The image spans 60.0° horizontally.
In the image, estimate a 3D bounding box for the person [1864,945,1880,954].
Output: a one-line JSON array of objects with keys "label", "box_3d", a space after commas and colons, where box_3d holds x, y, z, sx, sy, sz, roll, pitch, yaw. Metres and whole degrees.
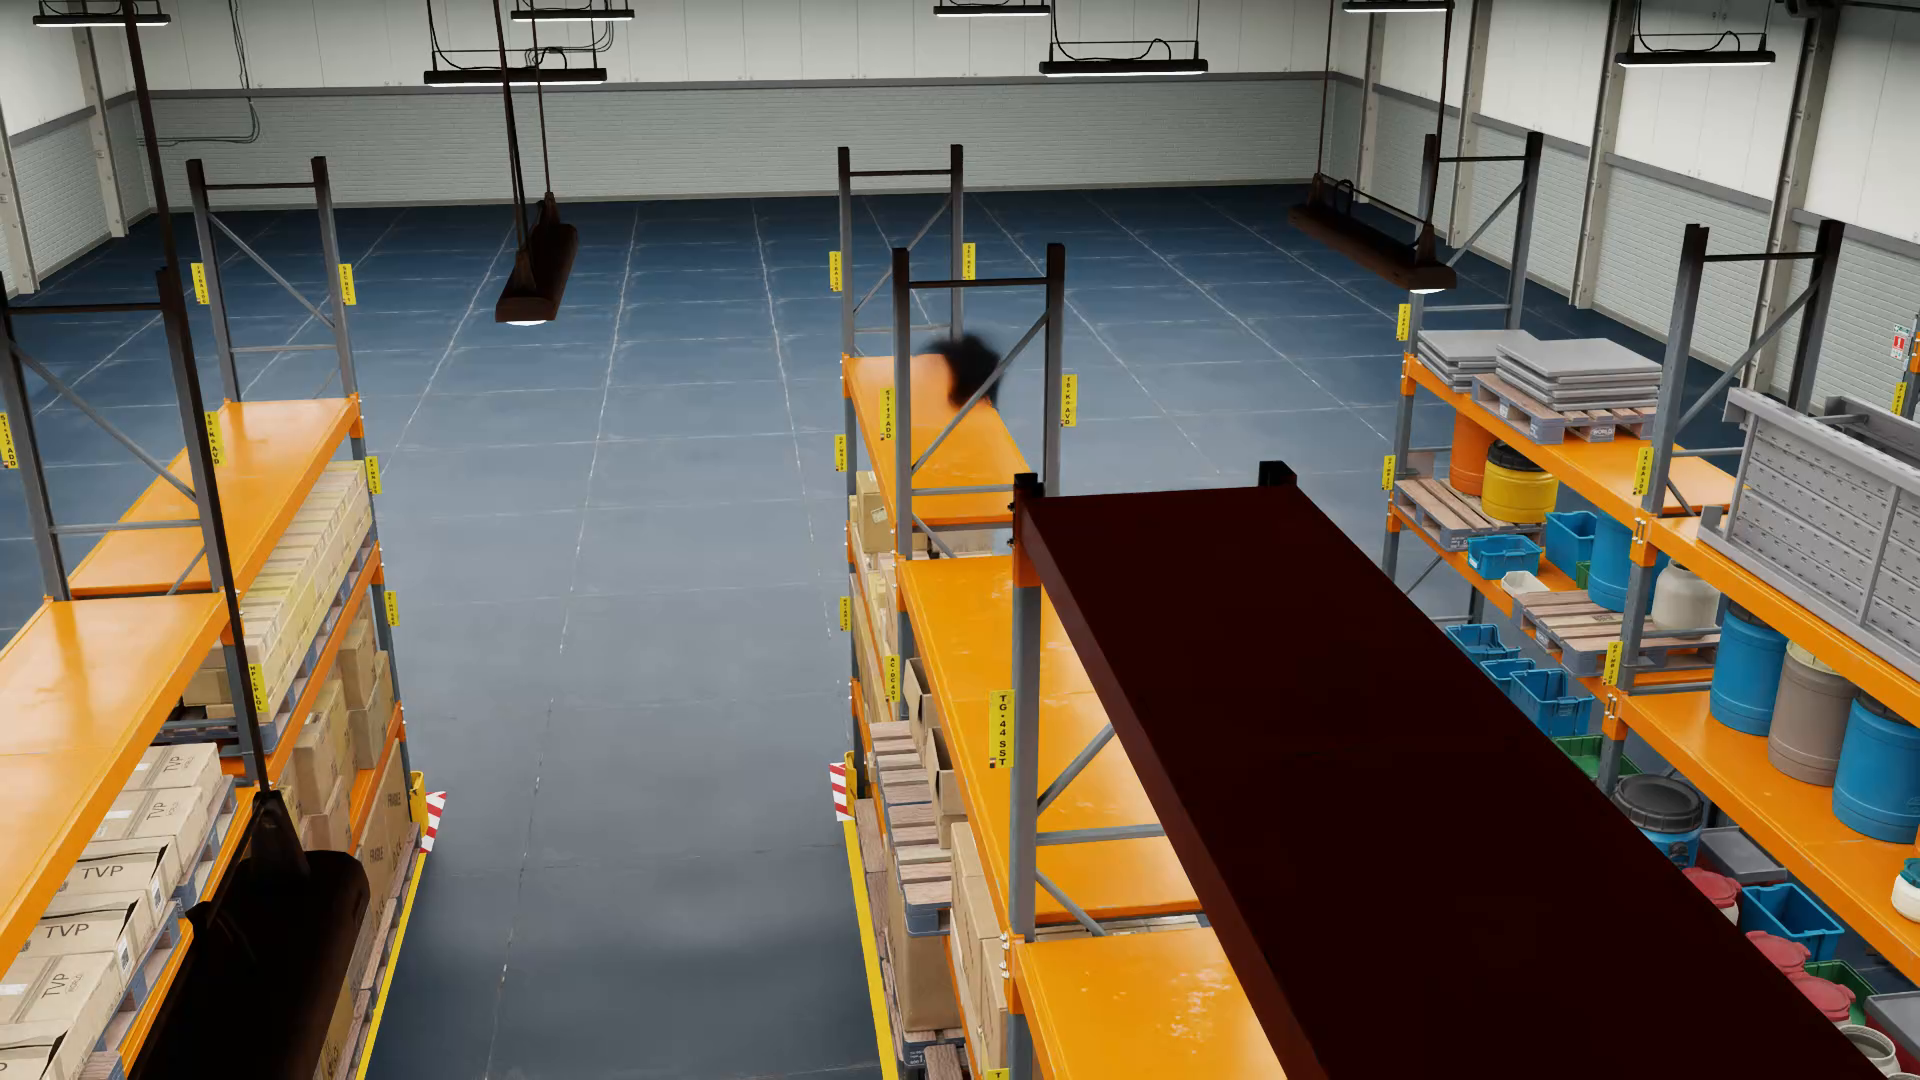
[{"label": "person", "box_3d": [7.424, 2.621, 12.778, 0.524, 1.715, 0.847, -5, 22, -13]}]
